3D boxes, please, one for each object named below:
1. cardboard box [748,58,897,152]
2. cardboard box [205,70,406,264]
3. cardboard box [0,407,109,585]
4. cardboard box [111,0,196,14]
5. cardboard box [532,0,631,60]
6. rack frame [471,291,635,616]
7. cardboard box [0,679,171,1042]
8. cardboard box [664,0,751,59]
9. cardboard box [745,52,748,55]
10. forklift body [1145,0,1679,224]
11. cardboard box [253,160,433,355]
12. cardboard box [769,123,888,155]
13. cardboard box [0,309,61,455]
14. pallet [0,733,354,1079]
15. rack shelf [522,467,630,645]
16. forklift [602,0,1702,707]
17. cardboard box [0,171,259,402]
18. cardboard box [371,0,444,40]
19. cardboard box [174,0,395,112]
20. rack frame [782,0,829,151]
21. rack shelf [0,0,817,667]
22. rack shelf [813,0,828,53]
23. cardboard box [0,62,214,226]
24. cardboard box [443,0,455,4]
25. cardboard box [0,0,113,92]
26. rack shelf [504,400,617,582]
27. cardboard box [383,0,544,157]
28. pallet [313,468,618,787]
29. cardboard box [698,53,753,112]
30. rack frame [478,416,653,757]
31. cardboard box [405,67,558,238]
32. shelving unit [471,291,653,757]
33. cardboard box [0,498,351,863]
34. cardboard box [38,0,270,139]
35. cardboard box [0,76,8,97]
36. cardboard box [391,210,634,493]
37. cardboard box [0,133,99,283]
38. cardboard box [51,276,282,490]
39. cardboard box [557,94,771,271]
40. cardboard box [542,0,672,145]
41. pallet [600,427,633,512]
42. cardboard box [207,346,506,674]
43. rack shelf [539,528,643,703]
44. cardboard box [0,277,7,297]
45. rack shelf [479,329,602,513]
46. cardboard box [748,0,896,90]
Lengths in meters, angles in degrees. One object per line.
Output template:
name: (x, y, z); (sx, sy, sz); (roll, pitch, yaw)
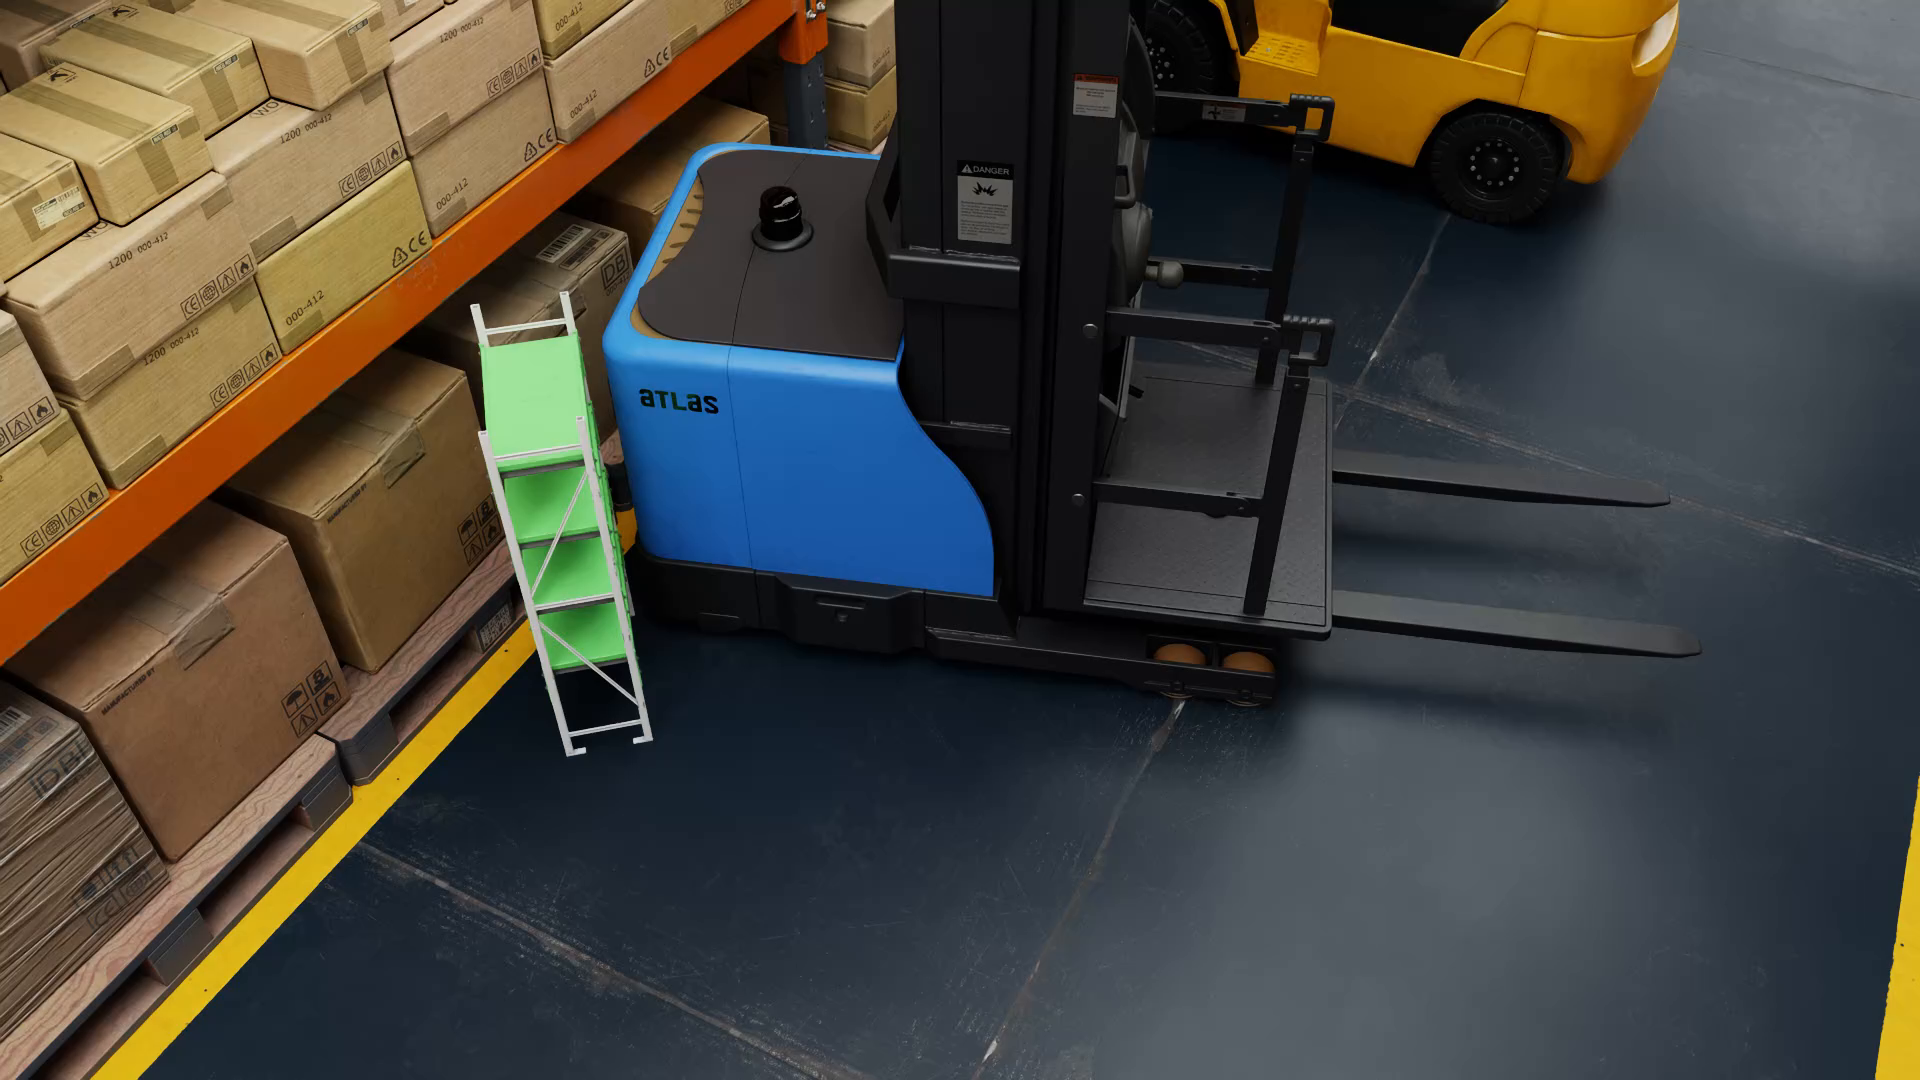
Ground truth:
cardboard box: (-0.429, -1.716, 6.124); (0.500, 0.250, 0.500); (20, 49, 19)
cardboard box: (-1.654, -0.927, 3.812); (0.500, 0.250, 0.500); (21, 49, 20)
cardboard box: (-2.124, -0.098, 3.343); (0.500, 0.250, 0.500); (19, 48, 18)
cardboard box: (-2.029, -1.324, 3.923); (0.380, 0.149, 0.250); (21, 49, 19)
cardboard box: (-1.161, -1.559, 4.436); (0.500, 0.250, 0.500); (19, 48, 18)
rack frame: (-1.101, -0.178, 4.583); (0.240, 1.200, 0.015); (-10, 46, -10)
cardboard box: (-2.482, 0.662, 3.861); (0.875, 0.625, 0.625); (22, 49, 20)
cardboard box: (-0.929, -1.700, 4.927); (0.500, 0.250, 0.500); (22, 49, 20)
cardboard box: (-0.870, -2.063, 6.115); (0.500, 0.250, 0.500); (21, 49, 20)
forklift body: (1.665, -2.581, 6.289); (2.313, 2.155, 1.214); (20, 49, 19)
cardboard box: (-1.648, -0.751, 3.989); (0.500, 0.250, 0.500); (22, 49, 20)
cardboard box: (-0.409, -1.533, 6.294); (0.500, 0.250, 0.500); (21, 49, 19)
cardboard box: (-2.128, -0.274, 3.165); (0.500, 0.250, 0.500); (22, 49, 20)
pallet: (-2.367, 0.838, 4.273); (1.003, 0.211, 1.213); (20, 49, 19)
rack shelf: (-1.043, 0.035, 4.461); (0.258, 0.148, 0.480); (-10, 46, -10)
forklift: (0.620, -0.961, 4.139); (3.031, 2.935, 1.130); (6, 46, 6)
cardboard box: (-1.869, -0.597, 3.485); (0.500, 0.250, 0.500); (19, 48, 18)
cardboard box: (-1.456, -1.316, 3.916); (0.380, 0.149, 0.250); (21, 49, 19)
cardboard box: (-1.510, -1.124, 3.725); (0.380, 0.149, 0.250); (19, 48, 18)
rack frame: (-0.927, -2.156, 5.272); (1.000, 3.000, 0.127); (20, 49, 19)
rack shelf: (-1.856, -0.644, 4.283); (1.077, 0.370, 4.000); (20, 49, 19)
rack shelf: (0.001, -3.164, 6.773); (1.077, 0.370, 4.000); (20, 49, 19)
cardboard box: (-1.785, -0.820, 3.425); (0.380, 0.149, 0.250); (21, 49, 20)
cardboard box: (-1.335, -1.472, 4.069); (0.380, 0.149, 0.250); (19, 48, 18)
cardboard box: (-2.117, -1.145, 3.746); (0.380, 0.149, 0.250); (22, 49, 20)
rack shelf: (-1.043, -0.133, 4.291); (0.258, 0.148, 0.480); (-10, 46, -10)
cardboard box: (-1.403, -1.239, 4.120); (0.500, 0.250, 0.500); (21, 49, 20)
pallet: (-1.800, 0.072, 5.030); (1.003, 0.211, 1.213); (20, 49, 19)
cardboard box: (-0.883, -1.888, 6.293); (0.500, 0.250, 0.500); (19, 48, 18)
rack frame: (-0.985, 0.159, 4.249); (0.240, 1.200, 0.015); (-10, 46, -10)
cardboard box: (-1.415, -1.079, 4.313); (0.500, 0.250, 0.500); (21, 49, 19)
shelving unit: (-1.043, -0.010, 4.416); (0.258, 1.200, 0.503); (-10, 46, -10)
cardboard box: (-2.186, 0.248, 4.270); (0.875, 0.625, 0.625); (22, 49, 20)
cardboard box: (-1.750, -1.016, 3.618); (0.380, 0.149, 0.250); (20, 49, 19)
cardboard box: (-2.331, -1.018, 3.620); (0.380, 0.149, 0.250); (20, 49, 18)
cardboard box: (-1.526, -0.651, 5.158); (0.875, 0.625, 0.625); (20, 49, 19)
cardboard box: (-1.955, -0.679, 3.286); (0.380, 0.149, 0.250); (21, 49, 19)
cardboard box: (-1.891, -0.425, 3.666); (0.500, 0.250, 0.500); (19, 48, 18)
cardboard box: (-1.159, -1.137, 5.639); (0.875, 0.625, 0.625); (23, 50, 21)
cardboard box: (-1.158, -1.381, 4.612); (0.500, 0.250, 0.500); (20, 49, 19)
pallet: (-1.235, -0.699, 5.793); (1.003, 0.211, 1.213); (20, 49, 19)
cardboard box: (-1.874, -0.176, 4.690); (0.875, 0.625, 0.625); (19, 48, 17)
rack shelf: (-1.043, 0.204, 4.632); (0.258, 0.148, 0.480); (-10, 46, -10)
cardboard box: (-2.046, -0.511, 3.120); (0.380, 0.149, 0.250); (21, 49, 19)
rack shelf: (-1.043, -0.302, 4.120); (0.258, 0.148, 0.480); (-10, 46, -10)
cardboard box: (-0.425, -1.890, 5.944); (0.500, 0.250, 0.500); (20, 49, 18)
